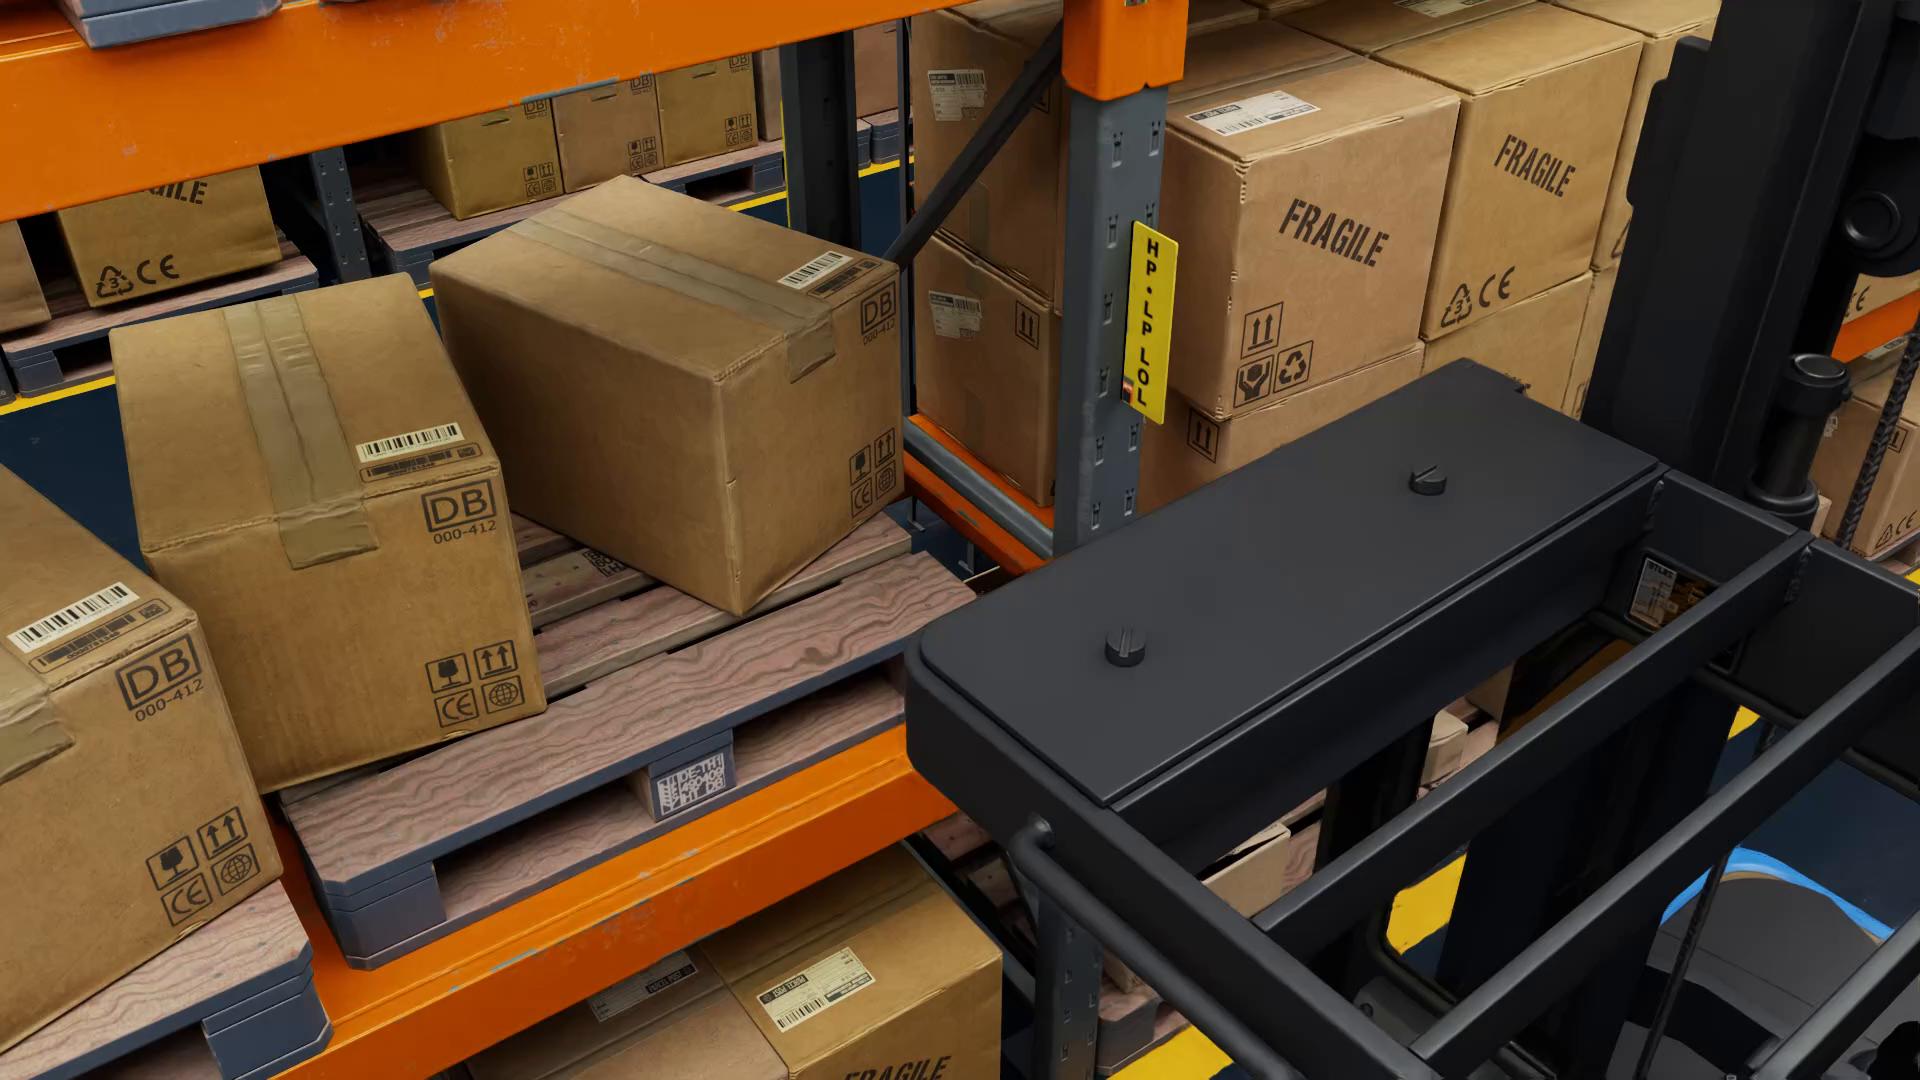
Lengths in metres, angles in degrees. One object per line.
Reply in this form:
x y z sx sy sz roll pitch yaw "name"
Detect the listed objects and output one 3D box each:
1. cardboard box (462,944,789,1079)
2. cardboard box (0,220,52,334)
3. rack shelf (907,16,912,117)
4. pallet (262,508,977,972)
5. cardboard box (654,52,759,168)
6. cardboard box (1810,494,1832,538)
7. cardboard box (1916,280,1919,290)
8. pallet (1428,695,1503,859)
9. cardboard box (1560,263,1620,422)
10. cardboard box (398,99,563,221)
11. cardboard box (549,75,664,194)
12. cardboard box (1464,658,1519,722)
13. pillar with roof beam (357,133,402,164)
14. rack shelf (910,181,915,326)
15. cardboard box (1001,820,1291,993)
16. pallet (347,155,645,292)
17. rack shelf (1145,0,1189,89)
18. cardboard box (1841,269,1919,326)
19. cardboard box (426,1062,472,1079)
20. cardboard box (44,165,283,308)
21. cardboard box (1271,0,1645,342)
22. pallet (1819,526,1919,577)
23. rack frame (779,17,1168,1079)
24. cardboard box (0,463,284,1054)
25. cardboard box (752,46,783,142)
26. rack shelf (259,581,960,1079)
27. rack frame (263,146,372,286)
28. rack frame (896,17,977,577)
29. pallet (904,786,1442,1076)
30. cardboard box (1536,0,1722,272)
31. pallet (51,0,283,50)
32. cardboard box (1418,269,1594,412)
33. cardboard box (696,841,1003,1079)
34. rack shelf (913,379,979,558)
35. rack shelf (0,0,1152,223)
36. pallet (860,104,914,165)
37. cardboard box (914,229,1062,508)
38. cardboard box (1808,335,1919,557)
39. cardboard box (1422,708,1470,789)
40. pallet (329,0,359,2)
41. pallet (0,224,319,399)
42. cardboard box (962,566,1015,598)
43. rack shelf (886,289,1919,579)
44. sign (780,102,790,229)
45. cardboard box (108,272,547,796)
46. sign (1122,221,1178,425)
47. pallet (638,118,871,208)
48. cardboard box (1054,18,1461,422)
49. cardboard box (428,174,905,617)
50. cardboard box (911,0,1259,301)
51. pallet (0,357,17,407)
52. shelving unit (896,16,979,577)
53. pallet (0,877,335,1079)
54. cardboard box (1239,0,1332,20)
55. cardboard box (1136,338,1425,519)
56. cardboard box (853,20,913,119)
-0.667 1.163 3.328 0.500 0.500 0.500 -22 41 -28 "cardboard box"
-4.057 -1.218 6.355 0.750 0.750 0.750 -21 41 -27 "cardboard box"
0.135 -1.465 4.814 0.480 0.518 0.431 -22 41 -28 "rack shelf"
-0.736 0.157 3.128 1.213 0.211 1.003 -22 41 -28 "pallet"
-1.373 -2.198 8.019 0.500 0.500 0.700 -21 41 -27 "cardboard box"
2.565 -0.118 5.395 0.250 0.166 0.380 -22 41 -28 "cardboard box"
2.619 -1.067 4.579 0.500 0.500 0.500 -22 41 -28 "cardboard box"
1.541 0.351 5.081 1.213 0.211 1.003 -22 41 -28 "pallet"
1.381 -0.561 3.875 0.500 0.500 0.500 -23 41 -28 "cardboard box"
-2.206 -1.859 7.547 0.500 0.500 0.700 -22 41 -27 "cardboard box"
-1.793 -2.027 7.780 0.500 0.500 0.700 -23 42 -28 "cardboard box"
1.513 0.063 4.855 0.637 0.503 0.797 -22 41 -28 "cardboard box"
-0.322 -3.530 2.951 0.400 9.000 9.100 -22 41 -28 "pillar with roof beam"
0.135 -0.897 5.222 0.480 0.518 0.431 -22 41 -28 "rack shelf"
0.448 0.737 4.082 0.500 0.311 0.500 -22 41 -28 "cardboard box"
-2.210 -1.587 7.776 1.213 0.211 1.003 -22 41 -28 "pallet"
1.615 -1.736 3.642 4.000 0.370 1.077 -22 41 -28 "rack shelf"
2.208 -0.902 4.350 0.500 0.500 0.500 -22 41 -28 "cardboard box"
-1.077 1.332 3.093 0.500 0.500 0.500 -22 41 -27 "cardboard box"
-3.333 -1.518 6.773 0.750 0.750 0.750 -22 41 -27 "cardboard box"
0.949 -0.782 3.327 0.500 0.500 0.500 -24 42 -29 "cardboard box"
2.537 -0.057 5.649 1.213 0.211 1.003 -22 41 -28 "pallet"
-0.019 -0.138 3.373 0.127 3.000 1.000 -22 41 -28 "rack frame"
-1.428 0.275 2.354 0.700 0.500 0.500 26 43 32 "cardboard box"
-0.941 -2.381 8.273 0.500 0.500 0.700 -24 42 -29 "cardboard box"
-1.654 0.827 2.647 4.000 0.370 1.077 -22 41 -28 "rack shelf"
-2.876 -2.501 6.658 0.127 3.000 1.000 -22 41 -28 "rack frame"
-0.064 -0.826 5.100 0.015 2.100 0.400 -22 41 -28 "rack frame"
0.542 0.764 4.508 1.213 0.211 1.003 -22 41 -28 "pallet"
1.370 -0.955 3.567 0.500 0.500 0.500 -24 42 -29 "cardboard box"
-1.439 -0.743 1.806 1.003 0.211 1.213 -22 41 -28 "pallet"
0.971 -0.394 3.643 0.500 0.500 0.500 -22 41 -27 "cardboard box"
-0.258 1.001 3.553 0.500 0.500 0.500 -23 41 -28 "cardboard box"
0.135 -0.329 5.631 0.480 0.518 0.431 -22 41 -28 "rack shelf"
-1.654 -0.391 1.772 4.000 0.370 1.077 -22 41 -28 "rack shelf"
-0.215 -2.408 8.917 1.213 0.211 1.003 -22 41 -28 "pallet"
0.241 -0.469 3.748 0.500 0.500 0.500 -22 41 -27 "cardboard box"
2.948 -0.347 5.427 0.500 0.500 0.500 -22 41 -28 "cardboard box"
1.150 0.500 4.536 0.250 0.166 0.380 -22 41 -28 "cardboard box"
-0.593 -1.094 2.293 1.003 0.211 1.213 -22 41 -28 "pallet"
-3.464 -1.073 7.062 1.213 0.211 1.003 -22 41 -28 "pallet"
0.283 0.371 4.429 0.500 0.500 0.500 -22 41 -28 "cardboard box"
1.615 -0.519 4.518 4.000 0.370 1.077 -22 41 -28 "rack shelf"
-0.338 -0.746 3.476 0.005 0.325 0.100 -22 41 -28 "sign"
-1.061 -0.035 2.784 0.500 0.500 0.700 -16 39 -21 "cardboard box"
0.303 -0.344 2.668 0.005 0.325 0.100 -22 41 -28 "sign"
-1.211 -2.000 8.350 1.213 0.211 1.003 -22 41 -28 "pallet"
0.528 -0.609 3.085 0.500 0.500 0.500 -21 41 -27 "cardboard box"
-0.536 -0.296 3.148 0.700 0.500 0.500 22 41 28 "cardboard box"
0.245 -0.878 3.460 0.500 0.500 0.500 -22 41 -28 "cardboard box"
-4.462 -0.661 6.488 1.213 0.211 1.003 -22 41 -28 "pallet"
0.135 -0.908 5.214 0.503 2.100 0.431 -22 41 -28 "shelving unit"
-1.702 0.629 2.471 1.213 0.211 1.003 -22 41 -28 "pallet"
0.662 -1.052 3.701 0.500 0.500 0.500 -23 42 -29 "cardboard box"
0.554 -0.220 3.401 0.500 0.500 0.500 -21 41 -27 "cardboard box"
-0.530 -2.550 8.508 0.500 0.500 0.700 -22 41 -28 "cardboard box"
